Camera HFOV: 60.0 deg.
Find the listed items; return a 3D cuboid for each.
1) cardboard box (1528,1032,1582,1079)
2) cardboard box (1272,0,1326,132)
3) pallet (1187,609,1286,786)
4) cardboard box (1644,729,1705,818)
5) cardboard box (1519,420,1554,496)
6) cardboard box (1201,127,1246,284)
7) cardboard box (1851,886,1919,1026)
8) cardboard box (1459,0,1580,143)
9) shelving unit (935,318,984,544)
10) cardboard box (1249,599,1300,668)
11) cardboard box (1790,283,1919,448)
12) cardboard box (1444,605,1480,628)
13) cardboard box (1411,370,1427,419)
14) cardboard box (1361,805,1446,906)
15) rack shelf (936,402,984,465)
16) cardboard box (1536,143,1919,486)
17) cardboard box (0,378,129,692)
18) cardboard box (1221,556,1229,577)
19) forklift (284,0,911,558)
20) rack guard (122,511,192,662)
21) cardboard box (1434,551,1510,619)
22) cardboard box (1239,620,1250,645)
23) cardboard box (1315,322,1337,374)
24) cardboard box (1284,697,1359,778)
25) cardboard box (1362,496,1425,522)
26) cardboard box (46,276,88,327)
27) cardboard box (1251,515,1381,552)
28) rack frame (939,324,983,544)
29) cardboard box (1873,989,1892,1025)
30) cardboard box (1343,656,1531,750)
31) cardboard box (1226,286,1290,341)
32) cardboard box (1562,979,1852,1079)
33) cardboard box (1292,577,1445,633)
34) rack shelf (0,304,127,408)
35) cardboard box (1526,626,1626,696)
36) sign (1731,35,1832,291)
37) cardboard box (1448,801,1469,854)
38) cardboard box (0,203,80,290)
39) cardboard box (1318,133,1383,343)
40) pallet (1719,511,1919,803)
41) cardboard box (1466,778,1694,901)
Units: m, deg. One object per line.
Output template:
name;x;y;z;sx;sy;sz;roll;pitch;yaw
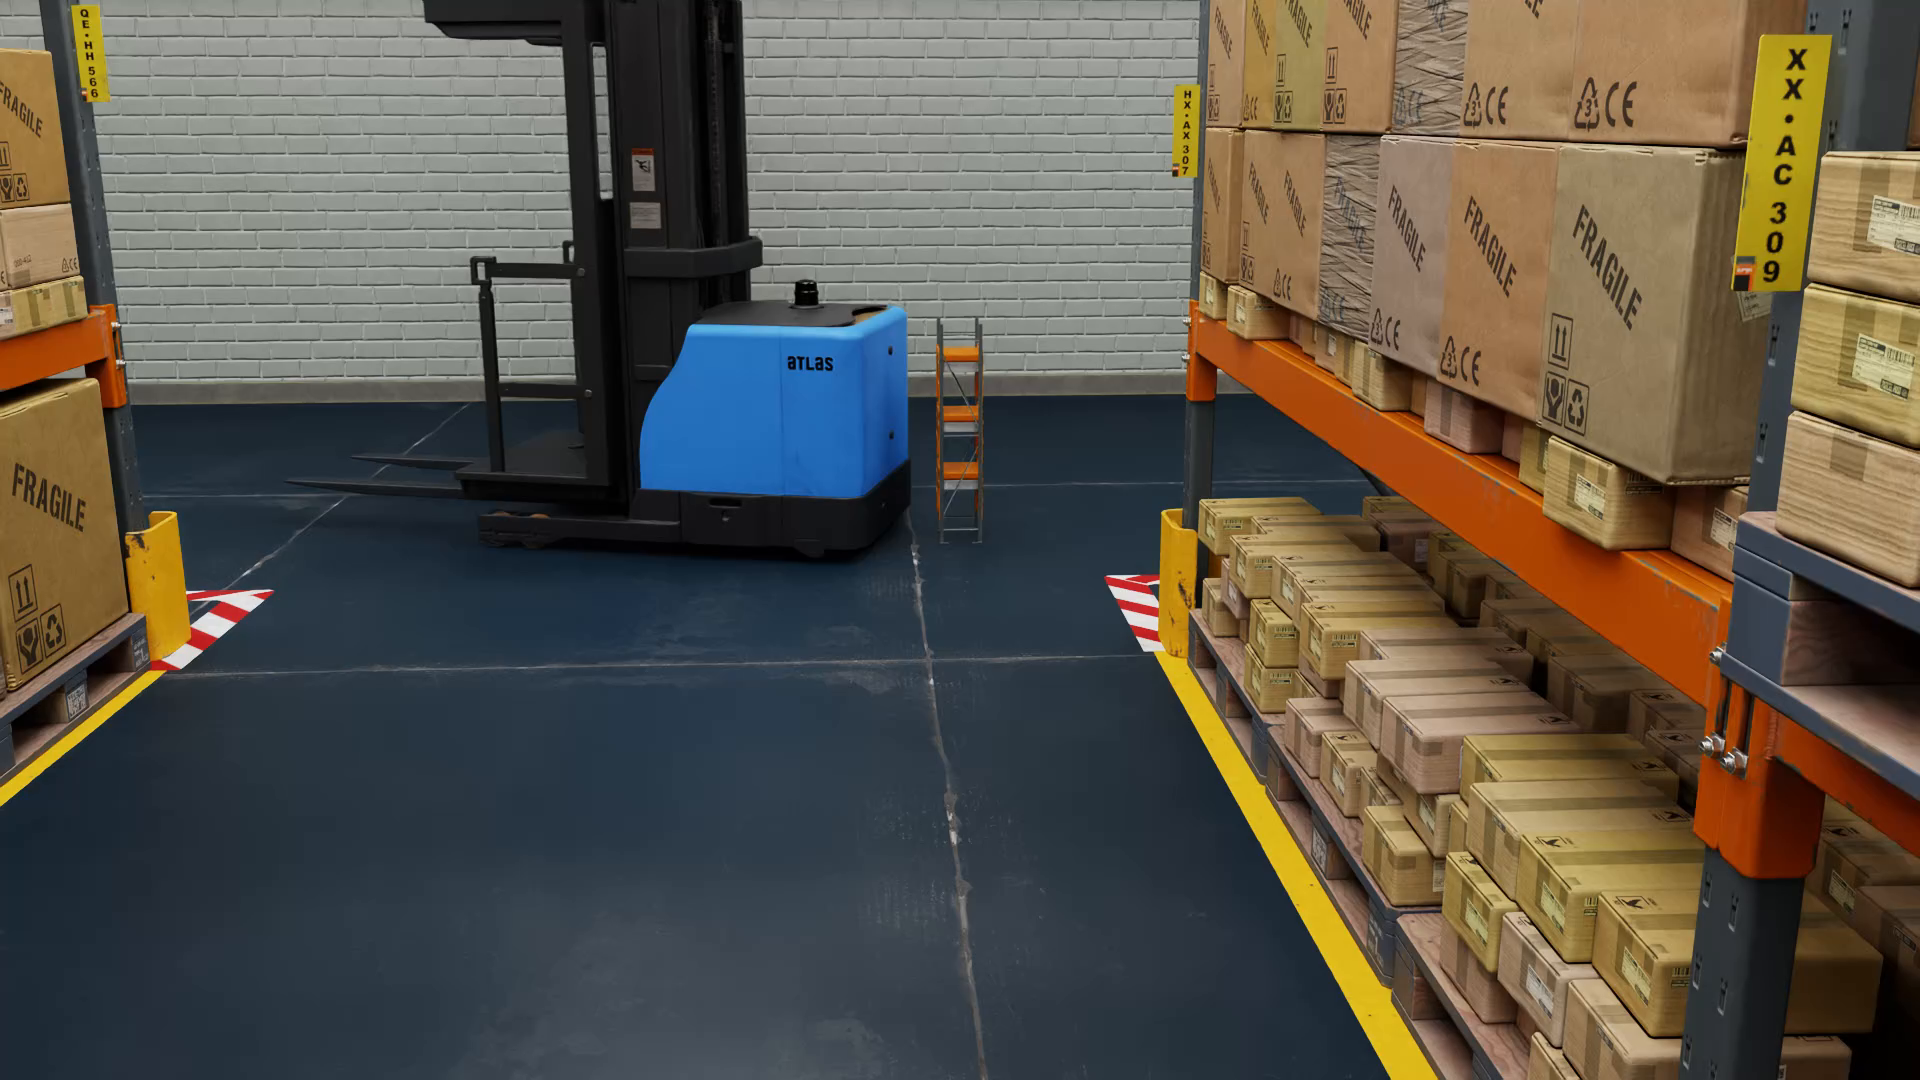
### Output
cardboard box;1.249;1.006;2.976;0.380;0.149;0.250;-1;14;-3
cardboard box;1.176;-1.380;4.565;0.500;0.500;0.500;-1;14;-5
pallet;1.386;0.498;5.667;1.003;0.211;1.213;-1;14;-3
cardboard box;1.737;0.525;3.650;0.380;0.149;0.250;-1;14;-5
cardboard box;1.281;-0.155;3.112;0.380;0.149;0.250;0;14;-1
cardboard box;1.118;-1.151;5.681;0.500;0.500;0.500;0;14;-1
cardboard box;1.799;0.721;2.888;0.380;0.149;0.250;0;14;-1
cardboard box;1.277;-0.997;3.078;0.500;0.500;0.500;-1;14;-5
shelving unit;-0.003;-0.522;7.947;0.215;1.050;0.252;-1;14;-3
cardboard box;1.114;0.288;5.171;0.380;0.149;0.250;0;14;-2
cardboard box;1.179;-0.200;1.848;0.380;0.149;0.250;-1;14;-3
cardboard box;1.631;0.284;5.185;0.380;0.149;0.250;-1;14;-4
cardboard box;1.280;-0.350;3.873;0.380;0.149;0.250;-1;14;-4
cardboard box;1.185;0.748;3.976;0.380;0.149;0.250;-1;14;-4
rack shelf;-0.003;-0.511;7.950;0.215;0.259;0.240;-1;14;-3
cardboard box;1.302;-0.388;2.715;0.500;0.500;0.500;-1;14;-3
cardboard box;-3.471;-0.039;5.579;0.875;0.875;0.875;-1;14;-3
cardboard box;1.142;0.094;5.925;0.380;0.149;0.250;0;14;-1
forklift;-1.818;-1.502;7.983;3.031;2.935;1.130;3;15;11
rack guard;-3.592;0.182;6.315;1.175;0.500;0.348;-1;14;-3
cardboard box;1.705;0.134;5.170;0.380;0.149;0.250;-1;15;-6
cardboard box;1.177;0.302;5.710;0.380;0.149;0.250;-1;14;-4
cardboard box;1.211;-0.544;4.626;0.380;0.149;0.250;-1;14;-5
cardboard box;1.145;0.555;4.730;0.380;0.149;0.250;-2;15;-6
cardboard box;1.652;-0.057;5.913;0.380;0.149;0.250;-1;14;-3
cardboard box;-3.240;-0.817;5.688;0.380;0.149;0.250;-1;14;-2
cardboard box;1.196;0.017;5.623;0.380;0.149;0.250;-1;14;-2
rack frame;0.004;-0.491;7.829;0.200;1.050;0.008;-1;14;-3
cardboard box;1.805;0.797;3.189;0.380;0.149;0.250;-1;14;-3
cardboard box;1.178;0.402;4.128;0.380;0.149;0.250;-1;14;-5
cardboard box;1.079;-0.736;5.372;0.380;0.149;0.250;-1;14;-5
cardboard box;1.277;0.881;2.865;0.380;0.149;0.250;-1;14;-2
cardboard box;1.190;0.212;4.869;0.380;0.149;0.250;0;14;-1
rack shelf;-3.467;-0.177;4.137;1.077;0.370;4.000;-1;14;-3
cardboard box;1.728;0.332;4.400;0.380;0.149;0.250;-1;14;-3
sign;1.073;-0.488;2.166;0.100;0.325;0.005;-1;14;-3
cardboard box;1.296;0.683;3.632;0.380;0.149;0.250;-1;14;-3
cardboard box;-3.296;-0.978;5.510;0.500;0.250;0.500;-1;14;-4
cardboard box;1.232;-0.769;4.198;0.500;0.500;0.500;-1;14;-5
pallet;1.516;0.206;1.591;1.003;0.211;1.213;-1;14;-3
cardboard box;1.254;0.601;3.356;0.380;0.149;0.250;-1;14;-4
